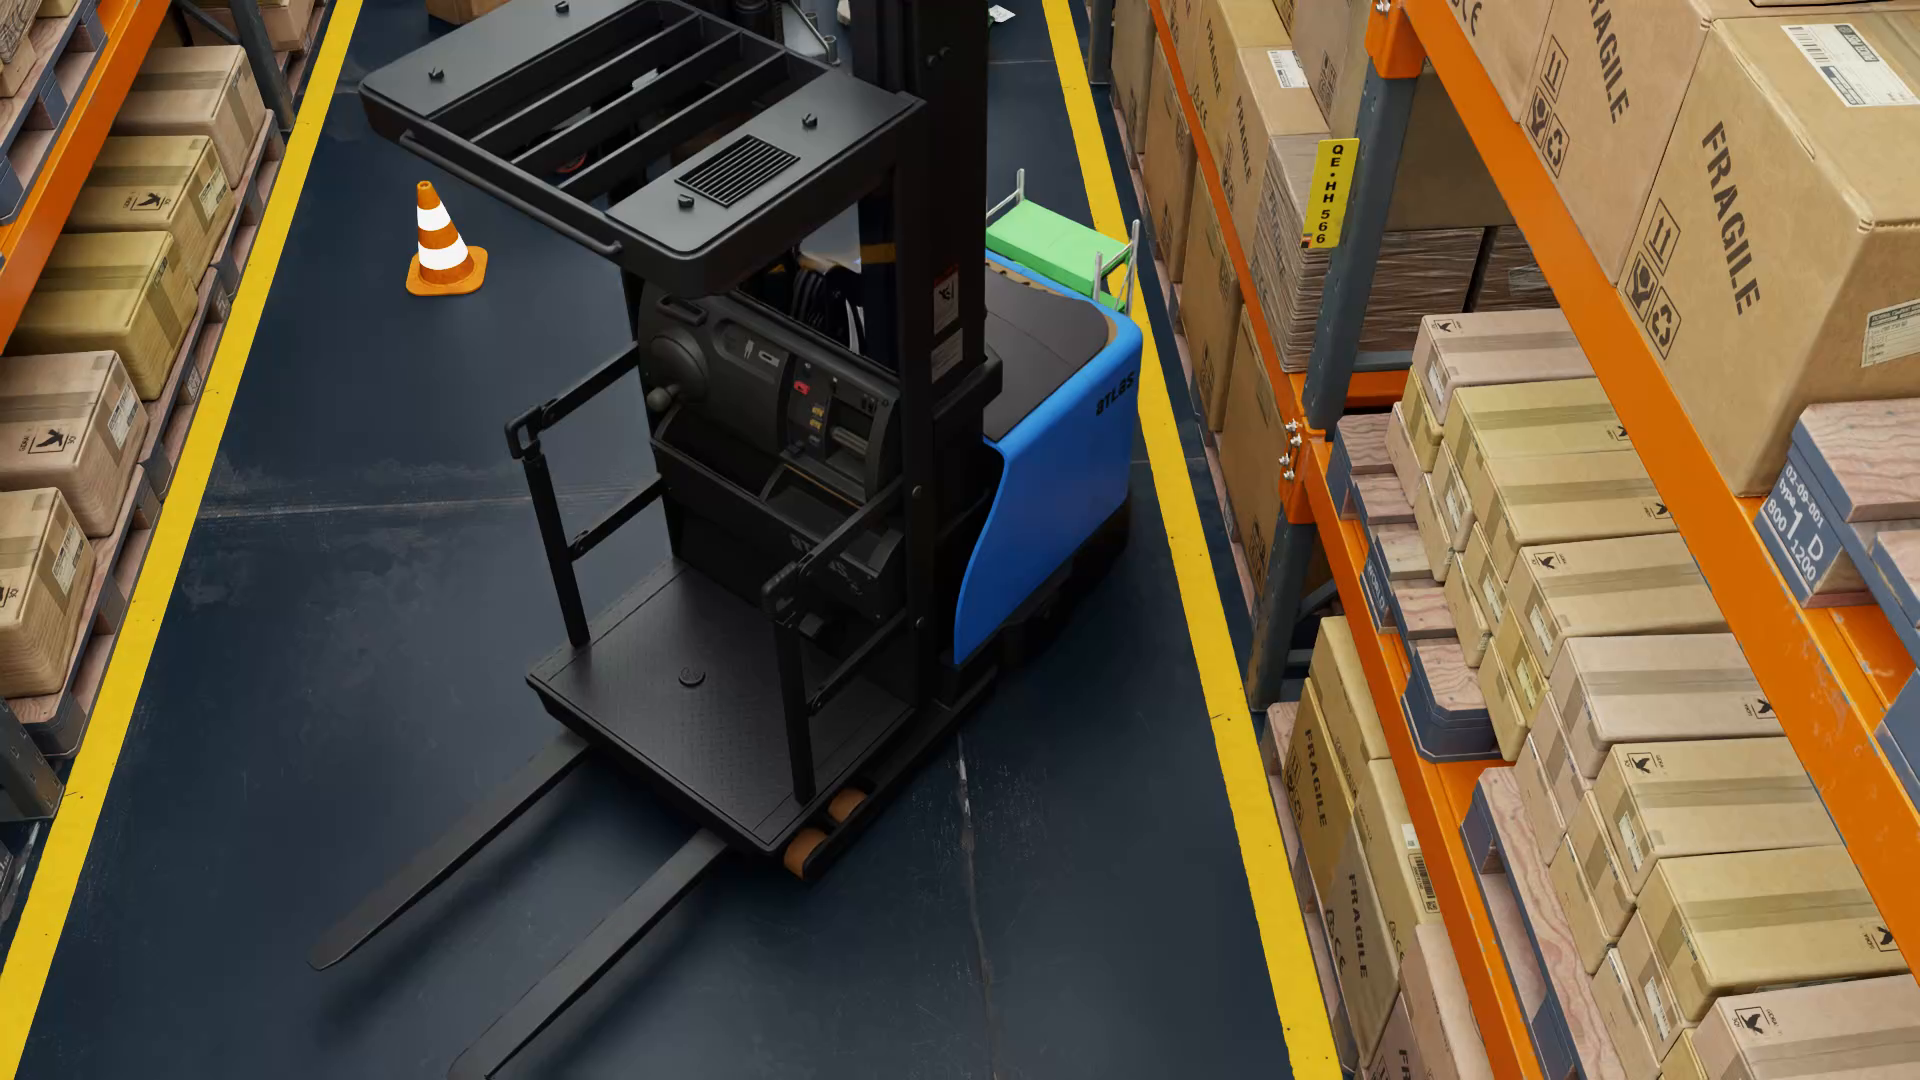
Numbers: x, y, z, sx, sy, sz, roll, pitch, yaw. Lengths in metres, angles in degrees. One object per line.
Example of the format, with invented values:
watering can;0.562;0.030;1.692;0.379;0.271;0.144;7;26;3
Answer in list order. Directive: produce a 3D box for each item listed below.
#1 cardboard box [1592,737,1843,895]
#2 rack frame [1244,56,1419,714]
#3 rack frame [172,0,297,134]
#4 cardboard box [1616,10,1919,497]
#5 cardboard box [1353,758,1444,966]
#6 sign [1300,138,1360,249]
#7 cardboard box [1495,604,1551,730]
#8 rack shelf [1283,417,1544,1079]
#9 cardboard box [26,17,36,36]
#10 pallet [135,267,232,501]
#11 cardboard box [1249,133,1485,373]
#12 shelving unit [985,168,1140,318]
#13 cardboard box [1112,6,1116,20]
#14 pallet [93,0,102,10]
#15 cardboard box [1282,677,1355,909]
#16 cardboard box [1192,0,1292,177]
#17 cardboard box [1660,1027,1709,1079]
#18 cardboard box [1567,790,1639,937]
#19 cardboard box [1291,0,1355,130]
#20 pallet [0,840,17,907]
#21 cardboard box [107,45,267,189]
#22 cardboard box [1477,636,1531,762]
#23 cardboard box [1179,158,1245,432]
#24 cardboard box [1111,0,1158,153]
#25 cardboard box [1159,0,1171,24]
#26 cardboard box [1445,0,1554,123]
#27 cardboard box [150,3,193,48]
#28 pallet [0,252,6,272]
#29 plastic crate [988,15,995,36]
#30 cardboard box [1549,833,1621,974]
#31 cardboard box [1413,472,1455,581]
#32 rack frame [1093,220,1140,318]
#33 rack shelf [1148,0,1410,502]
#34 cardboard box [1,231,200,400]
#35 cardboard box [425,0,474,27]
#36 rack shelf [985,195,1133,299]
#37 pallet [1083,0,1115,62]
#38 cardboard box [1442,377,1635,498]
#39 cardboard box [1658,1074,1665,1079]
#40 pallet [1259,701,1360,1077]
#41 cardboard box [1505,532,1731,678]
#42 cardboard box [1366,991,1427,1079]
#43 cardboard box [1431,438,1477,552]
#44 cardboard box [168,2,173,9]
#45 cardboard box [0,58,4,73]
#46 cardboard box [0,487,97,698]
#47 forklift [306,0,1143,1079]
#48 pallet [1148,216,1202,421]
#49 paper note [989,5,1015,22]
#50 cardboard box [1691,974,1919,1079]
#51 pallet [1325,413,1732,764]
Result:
cardboard box;1.446;0.522;3.164;0.380;0.149;0.250;-2;47;-2
rack frame;1.488;-0.512;4.669;1.000;3.000;0.127;-3;47;-3
rack frame;-3.771;-3.032;7.056;1.000;3.000;0.127;-3;47;-3
cardboard box;1.367;-0.426;2.453;0.500;0.500;0.500;-3;47;-3
cardboard box;1.347;0.826;4.318;0.500;0.250;0.500;-4;47;-4
sign;0.935;-0.874;4.215;0.100;0.325;0.005;-3;47;-3
cardboard box;1.401;0.261;3.616;0.380;0.149;0.250;-3;47;-3
rack shelf;1.656;1.182;3.560;1.077;0.370;4.000;-3;47;-3
cardboard box;-3.462;-1.799;5.772;0.380;0.149;0.250;-5;47;-5
pallet;-3.599;-0.625;6.697;1.003;0.211;1.213;-3;47;-3
cardboard box;1.183;-0.856;4.926;0.500;0.500;0.500;-3;47;-3
shelving unit;0.337;-0.710;6.096;0.503;1.200;0.258;30;53;25
cardboard box;1.171;-3.279;8.464;0.875;0.875;0.875;-3;47;-3
pallet;-3.852;-2.405;6.593;1.003;0.211;1.213;-3;47;-3
cardboard box;1.293;0.730;4.925;0.500;0.500;0.500;-5;47;-5
cardboard box;1.101;-1.579;5.610;0.500;0.500;0.500;-4;47;-4
cardboard box;1.479;0.992;2.923;0.380;0.149;0.250;-3;47;-3
cardboard box;1.438;0.621;3.275;0.380;0.149;0.250;-4;47;-4
cardboard box;1.417;-1.582;4.924;0.700;0.500;0.500;-4;47;-4
pallet;-3.445;1.396;4.783;1.003;0.211;1.213;-3;47;-3
cardboard box;-3.724;-1.894;7.498;0.950;0.372;0.625;-3;47;-3
cardboard box;1.394;0.350;3.736;0.380;0.149;0.250;-2;47;-1
cardboard box;1.450;-0.961;6.355;1.050;0.750;0.750;-3;47;-3
cardboard box;1.295;-2.333;7.654;1.050;0.750;0.750;-4;47;-3
cardboard box;1.012;-2.317;6.309;0.500;0.500;0.500;-4;47;-4
cardboard box;1.271;-1.149;3.137;0.500;0.500;0.500;-3;47;-3
cardboard box;-4.088;-2.643;8.291;0.500;0.250;0.500;-2;47;-1
pallet;-3.602;-0.581;4.867;1.213;0.211;1.003;-3;47;-3
plastic crate;-0.167;-2.505;8.454;0.450;0.188;0.662;25;51;9
cardboard box;1.438;0.725;3.381;0.380;0.149;0.250;-3;47;-3
cardboard box;1.347;-0.040;4.106;0.380;0.149;0.250;-1;47;-1
rack frame;0.528;-0.600;5.992;0.015;1.200;0.240;30;53;25
rack shelf;1.321;-1.712;6.301;1.077;0.370;4.000;-3;47;-3
cardboard box;-3.601;-0.871;6.529;0.950;0.372;0.625;-2;47;-2
cardboard box;-2.505;-3.032;8.775;0.500;0.500;0.500;27;52;23
rack shelf;0.337;-0.996;5.794;0.480;0.148;0.258;30;53;25
pallet;1.168;-3.002;8.948;1.003;0.211;1.213;-3;47;-3
cardboard box;1.359;-0.234;3.880;0.380;0.149;0.250;-5;47;-4
cardboard box;1.480;1.106;3.020;0.380;0.149;0.250;-2;47;-2
pallet;1.552;1.012;5.146;1.003;0.211;1.213;-3;47;-3
cardboard box;1.397;0.135;3.530;0.380;0.149;0.250;-5;47;-5
cardboard box;1.387;1.465;4.229;0.500;0.500;0.500;-5;47;-4
cardboard box;1.353;-0.114;3.971;0.380;0.149;0.250;-1;47;-1
cardboard box;-4.088;-2.901;8.019;0.500;0.500;0.500;-4;47;-4
cardboard box;-3.345;-1.519;5.060;0.500;0.500;0.500;-3;47;-3
cardboard box;-3.473;0.212;5.504;0.950;0.372;0.625;-6;47;-6
forklift;-0.689;-0.355;4.568;1.130;2.935;3.031;30;53;25
pallet;1.398;-1.009;7.060;1.003;0.211;1.213;-3;47;-3
paper note;0.195;-2.817;8.896;0.147;0.020;0.142;-36;56;-29
cardboard box;1.487;0.898;2.808;0.380;0.149;0.250;-5;47;-5
pallet;1.654;0.063;4.257;1.213;0.211;1.003;-3;47;-3
